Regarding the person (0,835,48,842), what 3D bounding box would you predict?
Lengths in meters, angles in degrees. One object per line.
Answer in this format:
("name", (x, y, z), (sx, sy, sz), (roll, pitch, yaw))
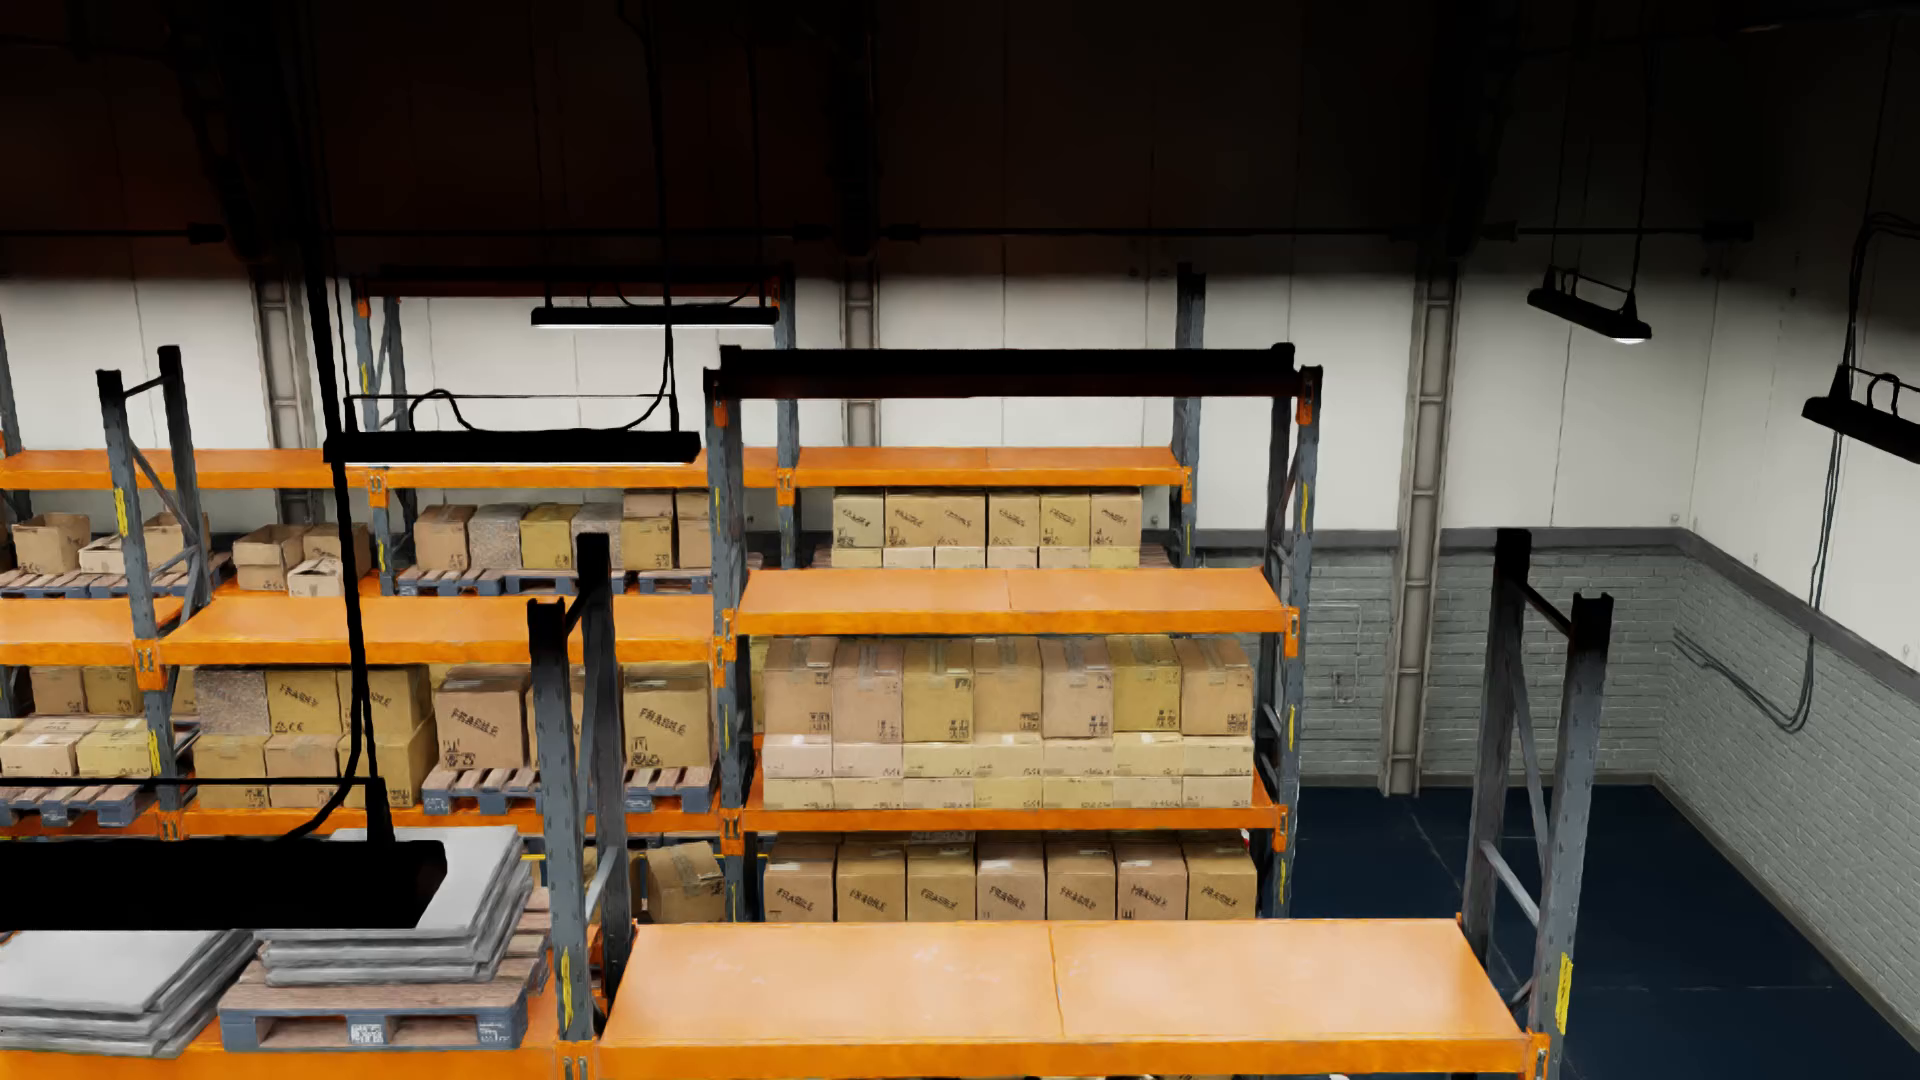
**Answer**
("person", (-9.094, 2.772, 15.993), (1.121, 1.691, 0.577), (0, 16, 2))
